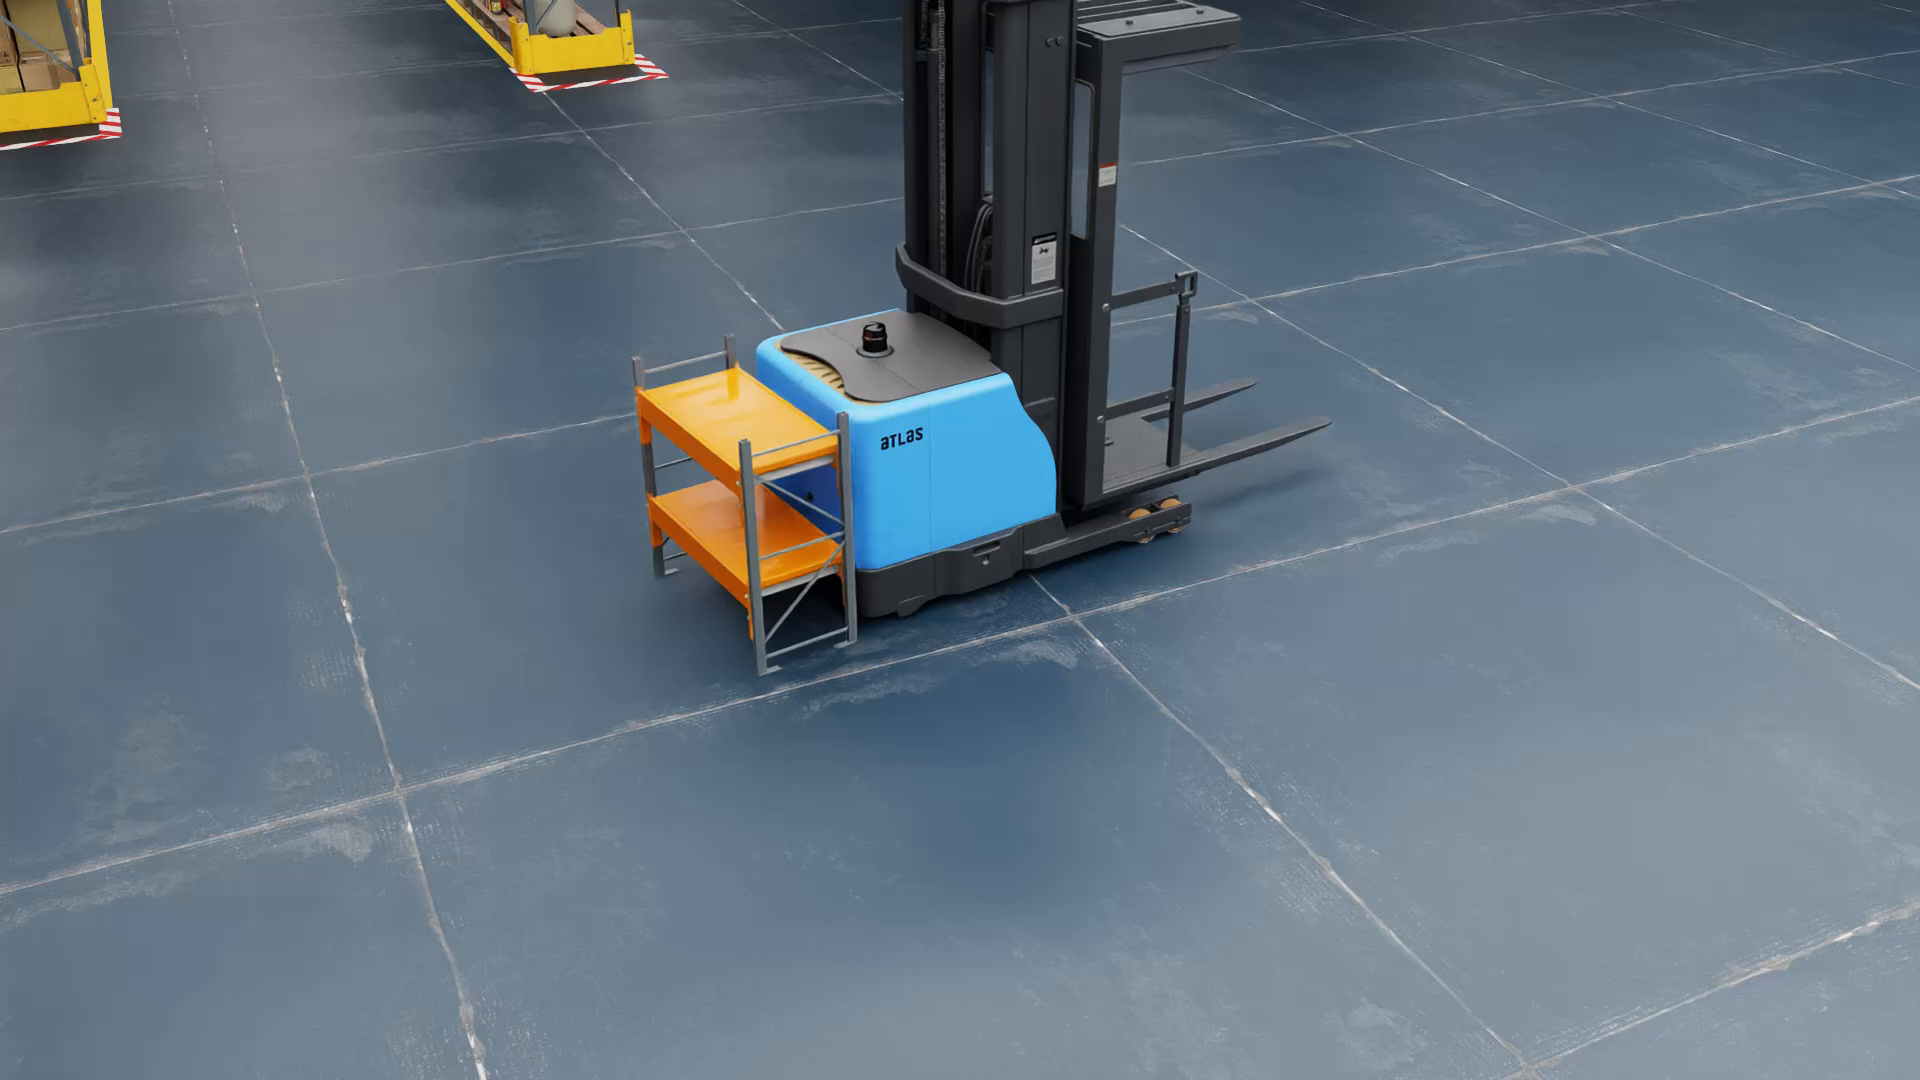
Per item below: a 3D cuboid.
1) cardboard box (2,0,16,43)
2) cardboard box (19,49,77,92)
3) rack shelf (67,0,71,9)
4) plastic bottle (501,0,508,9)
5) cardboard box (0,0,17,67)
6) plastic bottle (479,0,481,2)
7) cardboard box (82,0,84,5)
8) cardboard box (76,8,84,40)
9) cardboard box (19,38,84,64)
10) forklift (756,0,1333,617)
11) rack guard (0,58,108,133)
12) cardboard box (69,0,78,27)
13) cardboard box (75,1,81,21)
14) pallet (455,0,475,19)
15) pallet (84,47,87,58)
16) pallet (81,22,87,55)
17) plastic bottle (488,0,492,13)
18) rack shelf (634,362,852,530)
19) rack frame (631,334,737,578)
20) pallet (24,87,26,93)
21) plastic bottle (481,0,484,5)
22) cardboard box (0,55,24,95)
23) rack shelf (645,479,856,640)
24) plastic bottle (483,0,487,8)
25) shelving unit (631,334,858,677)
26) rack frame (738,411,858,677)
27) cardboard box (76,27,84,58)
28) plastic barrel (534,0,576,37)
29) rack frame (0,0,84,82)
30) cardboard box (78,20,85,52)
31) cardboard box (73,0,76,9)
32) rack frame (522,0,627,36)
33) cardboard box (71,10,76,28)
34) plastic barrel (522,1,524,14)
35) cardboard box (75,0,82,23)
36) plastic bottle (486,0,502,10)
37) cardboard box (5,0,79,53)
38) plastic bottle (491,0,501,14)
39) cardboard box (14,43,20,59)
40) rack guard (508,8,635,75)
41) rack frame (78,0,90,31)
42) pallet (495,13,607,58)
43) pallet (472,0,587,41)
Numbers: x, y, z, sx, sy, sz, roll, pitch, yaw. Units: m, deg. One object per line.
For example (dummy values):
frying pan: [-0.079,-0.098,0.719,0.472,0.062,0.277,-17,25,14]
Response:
cardboard box: [-9.223,-4.959,15.642,0.500,0.500,0.500,-13,32,-22]
cardboard box: [-8.311,-4.303,15.238,0.500,0.250,0.500,-13,32,-22]
rack shelf: [-9.140,-5.605,15.914,1.077,0.370,4.000,-13,32,-22]
plastic bottle: [-4.978,-5.940,18.103,0.061,0.283,0.133,-13,32,-22]
cardboard box: [-8.781,-4.521,14.860,0.500,0.500,0.500,-13,32,-22]
plastic bottle: [-5.288,-6.162,18.431,0.144,0.351,0.185,-13,32,-22]
cardboard box: [-9.948,-6.016,18.294,0.500,0.250,0.500,-14,32,-23]
cardboard box: [-9.169,-5.186,16.814,0.500,0.250,0.500,-13,32,-22]
cardboard box: [-8.529,-4.523,15.631,0.500,0.250,0.500,-13,32,-22]
forklift: [0.555,-1.463,7.862,3.031,2.935,1.130,-17,34,-28]
rack guard: [-8.271,-3.934,14.755,1.175,0.500,0.348,-13,32,-22]
cardboard box: [-8.952,-5.293,16.238,0.500,0.500,0.500,-13,32,-22]
cardboard box: [-9.397,-5.404,17.203,0.500,0.250,0.500,-13,32,-22]
pallet: [-5.273,-6.319,19.303,1.003,0.211,1.213,-13,32,-22]
pallet: [-9.168,-4.686,16.391,1.003,0.211,1.213,-13,32,-22]
pallet: [-9.695,-5.226,17.354,1.003,0.211,1.213,-13,32,-22]
plastic bottle: [-5.057,-5.848,17.939,0.061,0.283,0.133,-12,32,-21]
rack shelf: [-0.960,-0.432,7.271,0.538,0.278,1.000,-19,34,-29]
rack frame: [-1.246,-0.383,7.781,0.500,1.125,0.032,-19,34,-29]
pallet: [-8.648,-4.148,15.432,1.003,0.211,1.213,-13,32,-22]
plastic bottle: [-5.208,-6.080,18.285,0.144,0.351,0.185,-12,31,-20]
cardboard box: [-8.779,-4.194,15.044,0.500,0.250,0.500,-13,32,-22]
rack shelf: [-0.960,0.036,7.535,0.538,0.278,1.000,-19,34,-29]
plastic bottle: [-5.134,-5.975,18.174,0.152,0.276,0.135,-14,32,-23]
shelving unit: [-0.960,-0.177,7.415,0.538,1.125,1.048,-19,34,-29]
rack frame: [-0.674,0.028,7.048,0.500,1.125,0.032,-19,34,-29]
cardboard box: [-8.743,-4.744,16.025,0.500,0.250,0.500,-13,32,-22]
plastic barrel: [-4.158,-5.446,17.010,0.421,0.512,0.421,0,29,0]
rack frame: [-8.282,-5.035,14.163,1.000,3.000,0.127,-13,32,-22]
cardboard box: [-8.953,-4.966,16.421,0.500,0.250,0.500,-13,32,-22]
cardboard box: [-9.180,-5.511,16.626,0.500,0.500,0.500,-13,32,-22]
rack frame: [-3.806,-6.074,16.015,1.000,3.000,0.127,-13,32,-22]
cardboard box: [-8.754,-5.068,15.837,0.500,0.500,0.500,-13,32,-22]
plastic barrel: [-4.373,-5.668,17.405,0.421,0.512,0.421,0,29,0]
cardboard box: [-9.602,-5.627,17.600,0.500,0.250,0.500,-13,32,-22]
plastic bottle: [-5.074,-5.914,18.065,0.152,0.276,0.135,-13,32,-22]
cardboard box: [-8.527,-4.850,15.448,0.500,0.500,0.500,-13,32,-22]
plastic bottle: [-4.991,-5.764,17.874,0.097,0.201,0.097,0,29,0]
cardboard box: [-9.004,-4.412,15.434,0.500,0.250,0.500,-13,32,-22]
rack guard: [-3.881,-5.007,16.668,1.175,0.500,0.348,-13,32,-22]
rack frame: [-9.999,-6.802,17.314,1.000,3.000,0.127,-13,32,-22]
pallet: [-4.225,-5.241,17.381,1.003,0.211,1.213,-13,32,-22]
pallet: [-4.745,-5.779,18.341,1.003,0.211,1.213,-13,32,-22]
